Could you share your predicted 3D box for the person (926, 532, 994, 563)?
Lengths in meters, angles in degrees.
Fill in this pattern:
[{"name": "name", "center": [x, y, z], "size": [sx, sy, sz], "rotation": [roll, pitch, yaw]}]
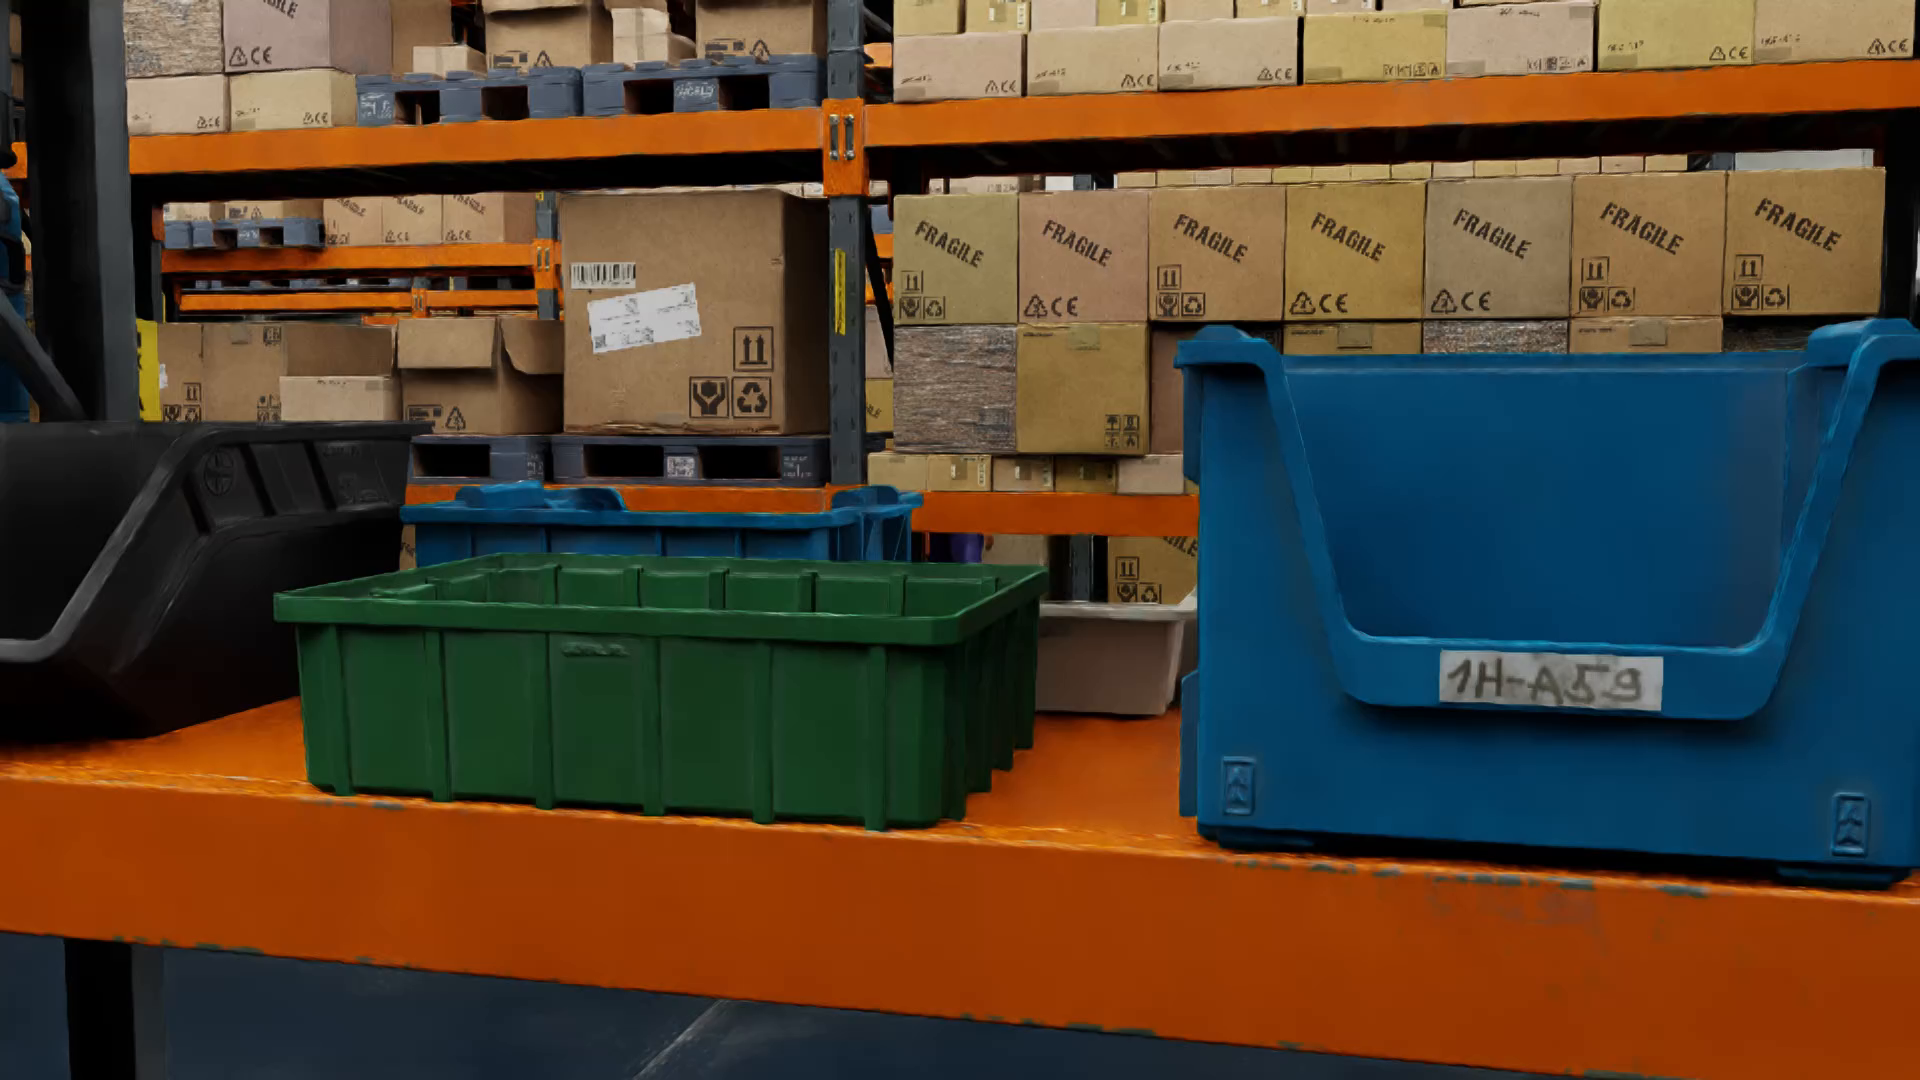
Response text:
[{"name": "person", "center": [-0.033, -0.052, 10.361], "size": [0.629, 1.647, 0.408], "rotation": [2, 5, 26]}]
